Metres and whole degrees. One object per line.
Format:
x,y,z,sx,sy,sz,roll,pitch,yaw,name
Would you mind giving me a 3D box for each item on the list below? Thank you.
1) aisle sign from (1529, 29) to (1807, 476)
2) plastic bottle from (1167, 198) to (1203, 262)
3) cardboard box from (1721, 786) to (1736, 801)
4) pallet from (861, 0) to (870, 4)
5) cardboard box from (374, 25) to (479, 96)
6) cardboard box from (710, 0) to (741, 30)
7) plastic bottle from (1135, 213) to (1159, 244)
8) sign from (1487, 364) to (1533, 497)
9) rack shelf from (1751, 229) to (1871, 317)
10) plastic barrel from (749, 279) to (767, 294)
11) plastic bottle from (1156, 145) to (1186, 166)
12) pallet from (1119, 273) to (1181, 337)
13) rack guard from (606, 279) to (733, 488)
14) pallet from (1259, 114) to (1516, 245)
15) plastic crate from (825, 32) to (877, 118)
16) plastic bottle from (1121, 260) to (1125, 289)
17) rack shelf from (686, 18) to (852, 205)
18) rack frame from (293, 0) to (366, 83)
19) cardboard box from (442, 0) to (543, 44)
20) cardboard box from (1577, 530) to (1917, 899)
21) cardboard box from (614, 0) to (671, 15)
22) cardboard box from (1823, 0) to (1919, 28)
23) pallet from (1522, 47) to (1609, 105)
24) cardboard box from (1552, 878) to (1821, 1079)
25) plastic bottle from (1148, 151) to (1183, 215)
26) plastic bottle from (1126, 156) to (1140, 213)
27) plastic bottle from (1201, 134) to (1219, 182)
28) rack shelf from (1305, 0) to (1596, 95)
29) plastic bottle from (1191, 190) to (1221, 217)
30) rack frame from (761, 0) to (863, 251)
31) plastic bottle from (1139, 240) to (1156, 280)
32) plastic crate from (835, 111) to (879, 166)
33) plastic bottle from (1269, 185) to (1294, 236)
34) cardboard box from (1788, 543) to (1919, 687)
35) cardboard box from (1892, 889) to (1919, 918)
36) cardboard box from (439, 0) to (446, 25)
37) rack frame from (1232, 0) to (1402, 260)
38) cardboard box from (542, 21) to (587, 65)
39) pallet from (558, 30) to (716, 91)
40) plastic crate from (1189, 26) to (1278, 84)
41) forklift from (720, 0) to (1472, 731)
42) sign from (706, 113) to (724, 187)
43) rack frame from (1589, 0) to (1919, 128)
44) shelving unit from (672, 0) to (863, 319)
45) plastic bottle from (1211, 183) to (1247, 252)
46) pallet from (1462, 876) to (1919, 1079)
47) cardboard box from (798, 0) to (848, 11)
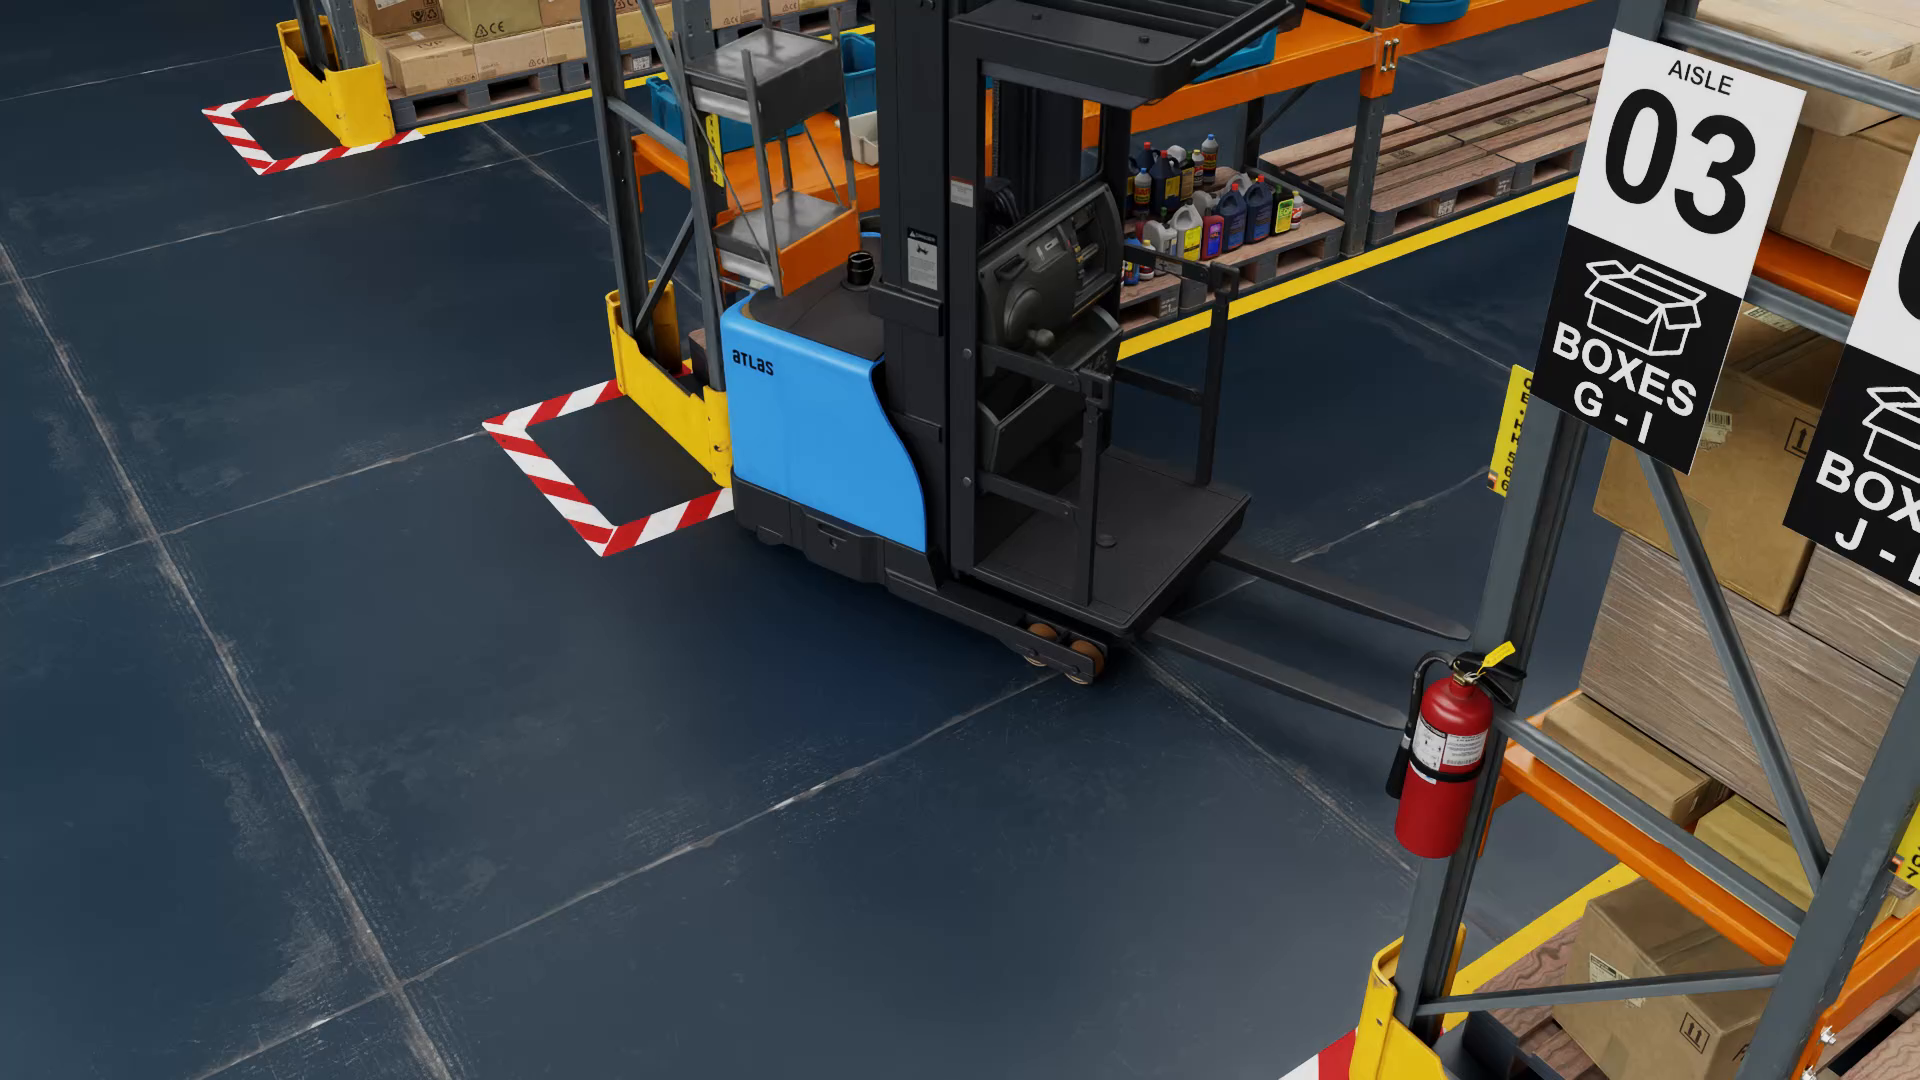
1.335,-0.542,3.208,0.004,0.787,0.394,-22,41,-28,aisle sign
1.194,-1.649,8.866,0.185,0.351,0.144,-23,41,-28,plastic bottle
1.878,0.460,4.257,0.250,0.149,0.380,-22,41,-28,cardboard box
-0.295,-4.573,13.428,1.213,0.211,1.003,-22,41,-28,pallet
-3.578,-3.222,11.156,0.500,0.250,0.500,-22,41,-28,cardboard box
-1.943,-3.894,12.090,0.500,0.250,0.500,-22,41,-28,cardboard box
0.997,-1.620,8.883,0.133,0.283,0.061,-22,41,-28,plastic bottle
1.256,-0.234,3.744,0.005,0.325,0.100,-22,41,-28,sign
3.194,-0.962,4.066,4.000,0.370,1.077,-22,41,-28,rack shelf
-0.800,-1.146,8.046,0.421,0.512,0.421,0,36,0,plastic barrel
1.214,-2.126,9.593,0.135,0.276,0.152,-21,41,-26,plastic bottle
0.404,-1.322,8.908,1.213,0.211,1.003,-22,41,-28,pallet
-1.259,-0.761,7.880,0.348,0.500,1.175,-22,41,-28,rack guard
2.595,-2.224,10.161,1.213,0.211,1.003,-22,41,-28,pallet
-0.523,-2.194,7.859,0.408,0.251,0.499,-22,41,-28,plastic crate
0.810,-1.414,8.667,0.097,0.201,0.097,0,36,0,plastic bottle
-0.763,-1.702,6.581,0.431,0.518,0.480,23,45,31,rack shelf
-4.145,-4.093,10.372,0.127,3.000,1.000,-22,41,-28,rack frame
-3.171,-3.695,11.172,0.500,0.500,0.500,-22,41,-28,cardboard box
2.024,0.303,3.920,0.500,0.500,0.875,-22,41,-28,cardboard box
-2.351,-4.029,11.636,0.500,0.500,0.500,-22,41,-28,cardboard box
1.887,-0.957,3.229,0.250,0.149,0.380,-24,42,-29,cardboard box
4.589,-3.045,11.303,1.213,0.211,1.003,-22,41,-28,pallet
2.079,1.278,4.685,0.500,0.500,0.500,-15,38,-20,cardboard box
1.159,-2.034,9.401,0.185,0.351,0.144,-22,41,-28,plastic bottle
0.922,-2.040,9.409,0.185,0.351,0.144,-24,42,-30,plastic bottle
1.462,-2.246,9.764,0.097,0.271,0.097,0,36,0,plastic bottle
3.610,-3.454,10.100,4.000,0.370,1.077,-22,41,-28,rack shelf
1.352,-1.790,9.125,0.135,0.276,0.152,-22,41,-28,plastic bottle
-0.573,-1.281,7.145,0.400,2.100,0.015,23,45,31,rack frame
0.978,-1.483,8.763,0.097,0.201,0.097,0,36,0,plastic bottle
-0.377,-1.768,7.365,0.250,0.136,0.298,-22,41,-28,plastic crate
1.772,-1.830,9.175,0.133,0.283,0.061,-20,40,-26,plastic bottle
2.166,0.014,3.465,0.500,0.500,0.500,-22,41,-28,cardboard box
2.145,0.681,3.949,0.250,0.149,0.380,-22,41,-28,cardboard box
-3.475,-3.643,11.741,0.500,0.250,0.500,-22,41,-28,cardboard box
1.975,-3.073,8.954,0.127,3.000,1.000,-22,41,-28,rack frame
-2.763,-3.560,11.625,0.500,0.250,0.500,-22,41,-28,cardboard box
-2.547,-3.646,12.139,1.213,0.211,1.003,-22,41,-28,pallet
1.227,-2.511,8.300,0.616,0.251,0.499,-22,41,-28,plastic crate
0.521,-0.985,6.110,3.031,2.935,1.130,21,41,27,forklift
-0.981,-1.576,6.636,0.005,0.325,0.100,-22,41,-28,sign
1.559,-1.800,2.045,0.127,3.000,1.000,-22,41,-28,rack frame
-0.723,-1.157,6.998,0.431,2.100,0.503,23,45,31,shelving unit
1.458,-1.758,9.017,0.185,0.351,0.144,-25,42,-30,plastic bottle
2.305,1.486,5.003,1.213,0.211,1.003,-22,41,-28,pallet
-1.128,-4.233,12.561,0.500,0.250,0.500,-22,41,-28,cardboard box
